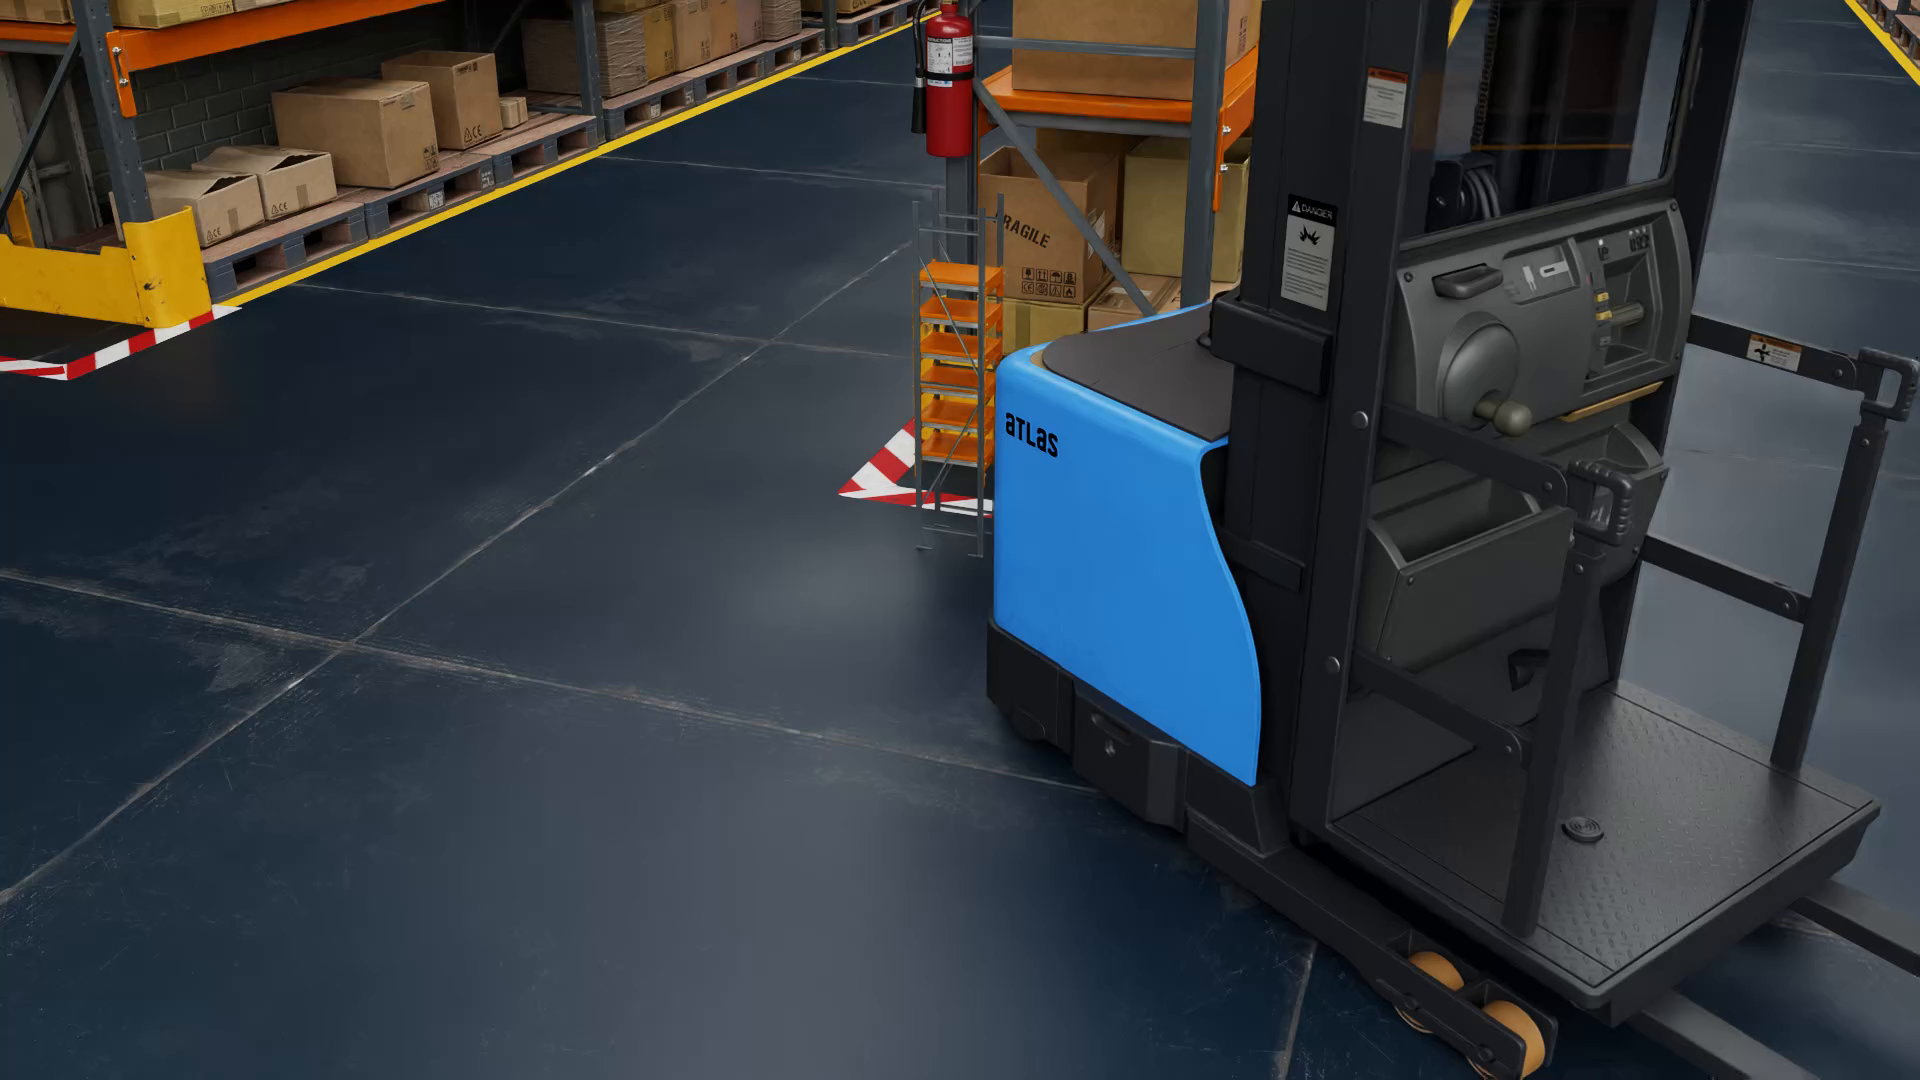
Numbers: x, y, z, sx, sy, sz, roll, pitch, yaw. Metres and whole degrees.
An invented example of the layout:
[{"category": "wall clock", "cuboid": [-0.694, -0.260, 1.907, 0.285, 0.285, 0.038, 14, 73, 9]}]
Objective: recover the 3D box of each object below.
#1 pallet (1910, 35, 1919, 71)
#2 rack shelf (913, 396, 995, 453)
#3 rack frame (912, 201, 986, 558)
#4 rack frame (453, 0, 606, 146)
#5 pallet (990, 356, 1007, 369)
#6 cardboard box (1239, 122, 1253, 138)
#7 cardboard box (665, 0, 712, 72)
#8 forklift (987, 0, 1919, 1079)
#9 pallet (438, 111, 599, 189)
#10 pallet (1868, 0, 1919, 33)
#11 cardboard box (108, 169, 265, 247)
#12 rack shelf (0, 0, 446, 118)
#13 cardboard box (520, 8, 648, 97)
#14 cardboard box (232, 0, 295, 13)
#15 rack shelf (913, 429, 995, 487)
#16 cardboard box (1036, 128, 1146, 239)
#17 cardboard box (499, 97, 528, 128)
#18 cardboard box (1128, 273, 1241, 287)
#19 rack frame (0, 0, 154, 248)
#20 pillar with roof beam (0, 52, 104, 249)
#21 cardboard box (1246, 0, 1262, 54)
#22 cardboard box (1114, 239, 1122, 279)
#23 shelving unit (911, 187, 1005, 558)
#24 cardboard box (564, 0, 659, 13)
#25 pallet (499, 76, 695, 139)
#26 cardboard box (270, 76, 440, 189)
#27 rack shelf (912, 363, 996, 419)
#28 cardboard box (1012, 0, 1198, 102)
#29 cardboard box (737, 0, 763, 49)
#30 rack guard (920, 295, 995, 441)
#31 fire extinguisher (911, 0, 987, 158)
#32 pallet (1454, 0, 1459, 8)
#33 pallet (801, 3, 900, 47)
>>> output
[{"category": "pallet", "cuboid": [8.401, -3.884, 13.529, 1.003, 0.211, 1.213, 9, 27, 17]}, {"category": "rack shelf", "cuboid": [-0.005, -0.386, 5.548, 0.258, 0.103, 0.180, 9, 27, 17]}, {"category": "rack frame", "cuboid": [-0.035, -0.496, 5.399, 0.240, 1.200, 0.006, 9, 27, 17]}, {"category": "rack frame", "cuboid": [-2.903, -4.102, 10.780, 1.000, 3.000, 0.127, 9, 27, 17]}, {"category": "pallet", "cuboid": [0.653, -0.807, 7.173, 1.003, 0.211, 1.213, 9, 27, 17]}, {"category": "cardboard box", "cuboid": [1.145, -1.631, 7.490, 0.500, 0.500, 0.500, 9, 27, 17]}, {"category": "cardboard box", "cuboid": [-2.342, -3.903, 12.733, 0.700, 0.500, 0.500, 9, 27, 18]}, {"category": "forklift", "cuboid": [1.354, -0.439, 3.294, 1.130, 2.935, 3.031, -18, 31, -32]}, {"category": "pallet", "cuboid": [-3.094, -2.566, 10.807, 1.003, 0.211, 1.213, 9, 27, 17]}, {"category": "pallet", "cuboid": [9.309, -5.005, 15.846, 1.003, 0.211, 1.213, 9, 27, 17]}, {"category": "cardboard box", "cuboid": [-3.919, -1.717, 8.435, 0.500, 0.311, 0.500, 6, 26, 12]}, {"category": "rack shelf", "cuboid": [-3.569, -2.956, 9.239, 1.077, 0.370, 4.000, 9, 27, 17]}, {"category": "cardboard box", "cuboid": [-2.674, -3.480, 11.858, 0.700, 0.500, 0.500, 10, 27, 19]}, {"category": "cardboard box", "cuboid": [-3.613, -2.770, 8.177, 0.500, 0.250, 0.500, 8, 27, 16]}, {"category": "rack shelf", "cuboid": [-0.005, -0.278, 5.600, 0.258, 0.103, 0.180, 9, 27, 17]}, {"category": "cardboard box", "cuboid": [0.655, -1.707, 7.646, 0.500, 0.500, 0.500, 9, 27, 17]}, {"category": "cardboard box", "cuboid": [-3.053, -2.800, 10.838, 0.380, 0.166, 0.250, 5, 26, 11]}, {"category": "cardboard box", "cuboid": [0.989, -1.087, 7.226, 0.500, 0.250, 0.500, 9, 27, 17]}, {"category": "rack frame", "cuboid": [-4.235, -2.458, 7.385, 1.000, 3.000, 0.127, 9, 27, 17]}, {"category": "pillar with roof beam", "cuboid": [-0.758, -4.947, 5.641, 9.100, 9.000, 0.400, 9, 27, 17]}, {"category": "cardboard box", "cuboid": [0.946, -2.396, 7.142, 0.700, 0.500, 0.500, 9, 27, 18]}, {"category": "cardboard box", "cuboid": [0.493, -1.163, 7.384, 0.500, 0.250, 0.500, 9, 27, 17]}, {"category": "shelving unit", "cuboid": [-0.005, -0.534, 5.476, 0.258, 1.200, 0.189, 9, 27, 17]}, {"category": "cardboard box", "cuboid": [-2.531, -3.999, 12.070, 0.500, 0.250, 0.500, 8, 27, 16]}, {"category": "pallet", "cuboid": [-2.646, -3.167, 12.049, 1.003, 0.211, 1.213, 9, 27, 17]}, {"category": "cardboard box", "cuboid": [-3.438, -2.331, 9.485, 0.700, 0.500, 0.500, 7, 27, 14]}, {"category": "rack shelf", "cuboid": [-0.005, -0.494, 5.496, 0.258, 0.103, 0.180, 9, 27, 17]}, {"category": "cardboard box", "cuboid": [0.605, -1.976, 6.275, 0.700, 0.500, 0.500, 9, 27, 17]}, {"category": "cardboard box", "cuboid": [-2.044, -4.320, 13.595, 0.700, 0.500, 0.500, 9, 27, 17]}, {"category": "rack guard", "cuboid": [0.430, -0.606, 6.429, 1.175, 0.500, 0.348, 9, 27, 17]}, {"category": "fire extinguisher", "cuboid": [-0.039, -1.725, 5.960, 0.296, 0.674, 0.183, 9, 27, 17]}, {"category": "pallet", "cuboid": [4.661, -5.700, 17.280, 1.003, 0.211, 1.213, 9, 27, 17]}, {"category": "pallet", "cuboid": [-1.239, -4.804, 15.429, 1.003, 0.211, 1.213, 9, 27, 17]}]
